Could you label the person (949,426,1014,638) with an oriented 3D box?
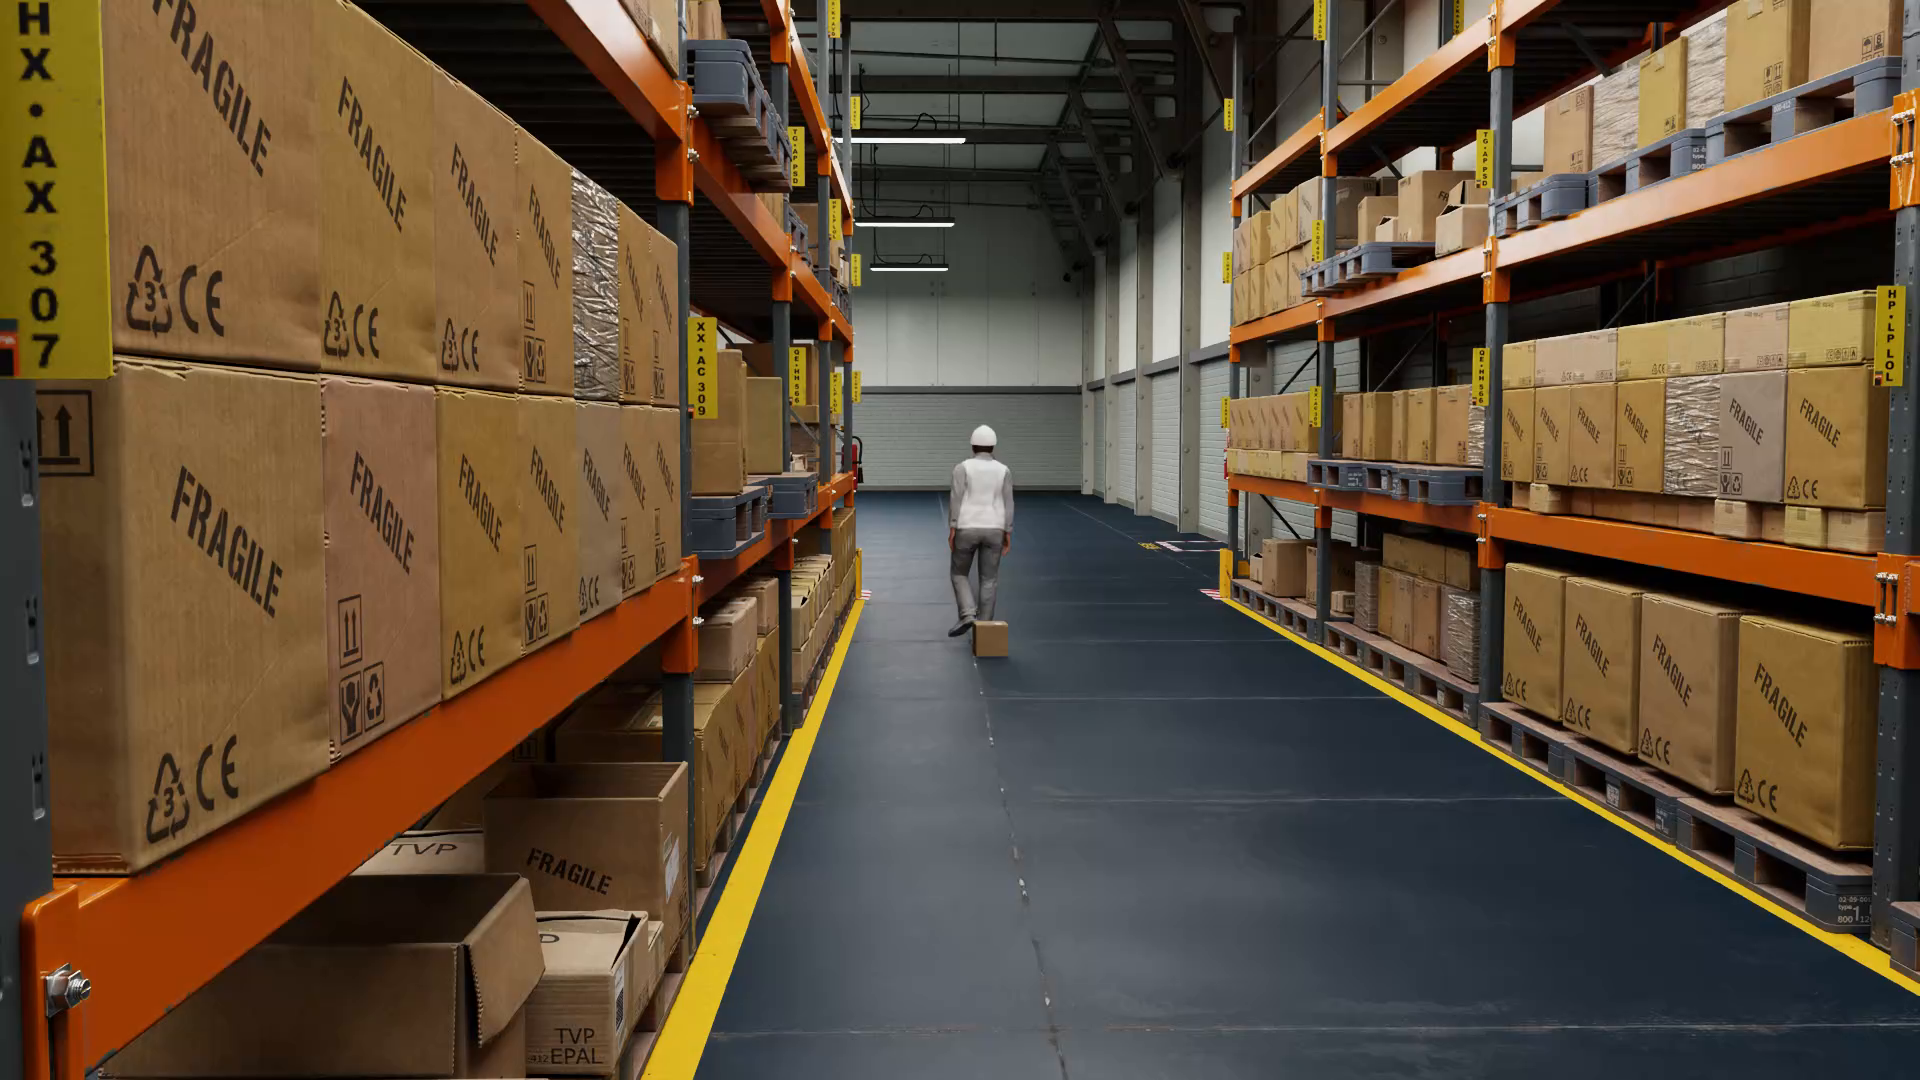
[{"bbox_3d":[0.176,-0.060,13.739,0.561,1.768,0.511,-1,4,-8],"label":"person"}]
